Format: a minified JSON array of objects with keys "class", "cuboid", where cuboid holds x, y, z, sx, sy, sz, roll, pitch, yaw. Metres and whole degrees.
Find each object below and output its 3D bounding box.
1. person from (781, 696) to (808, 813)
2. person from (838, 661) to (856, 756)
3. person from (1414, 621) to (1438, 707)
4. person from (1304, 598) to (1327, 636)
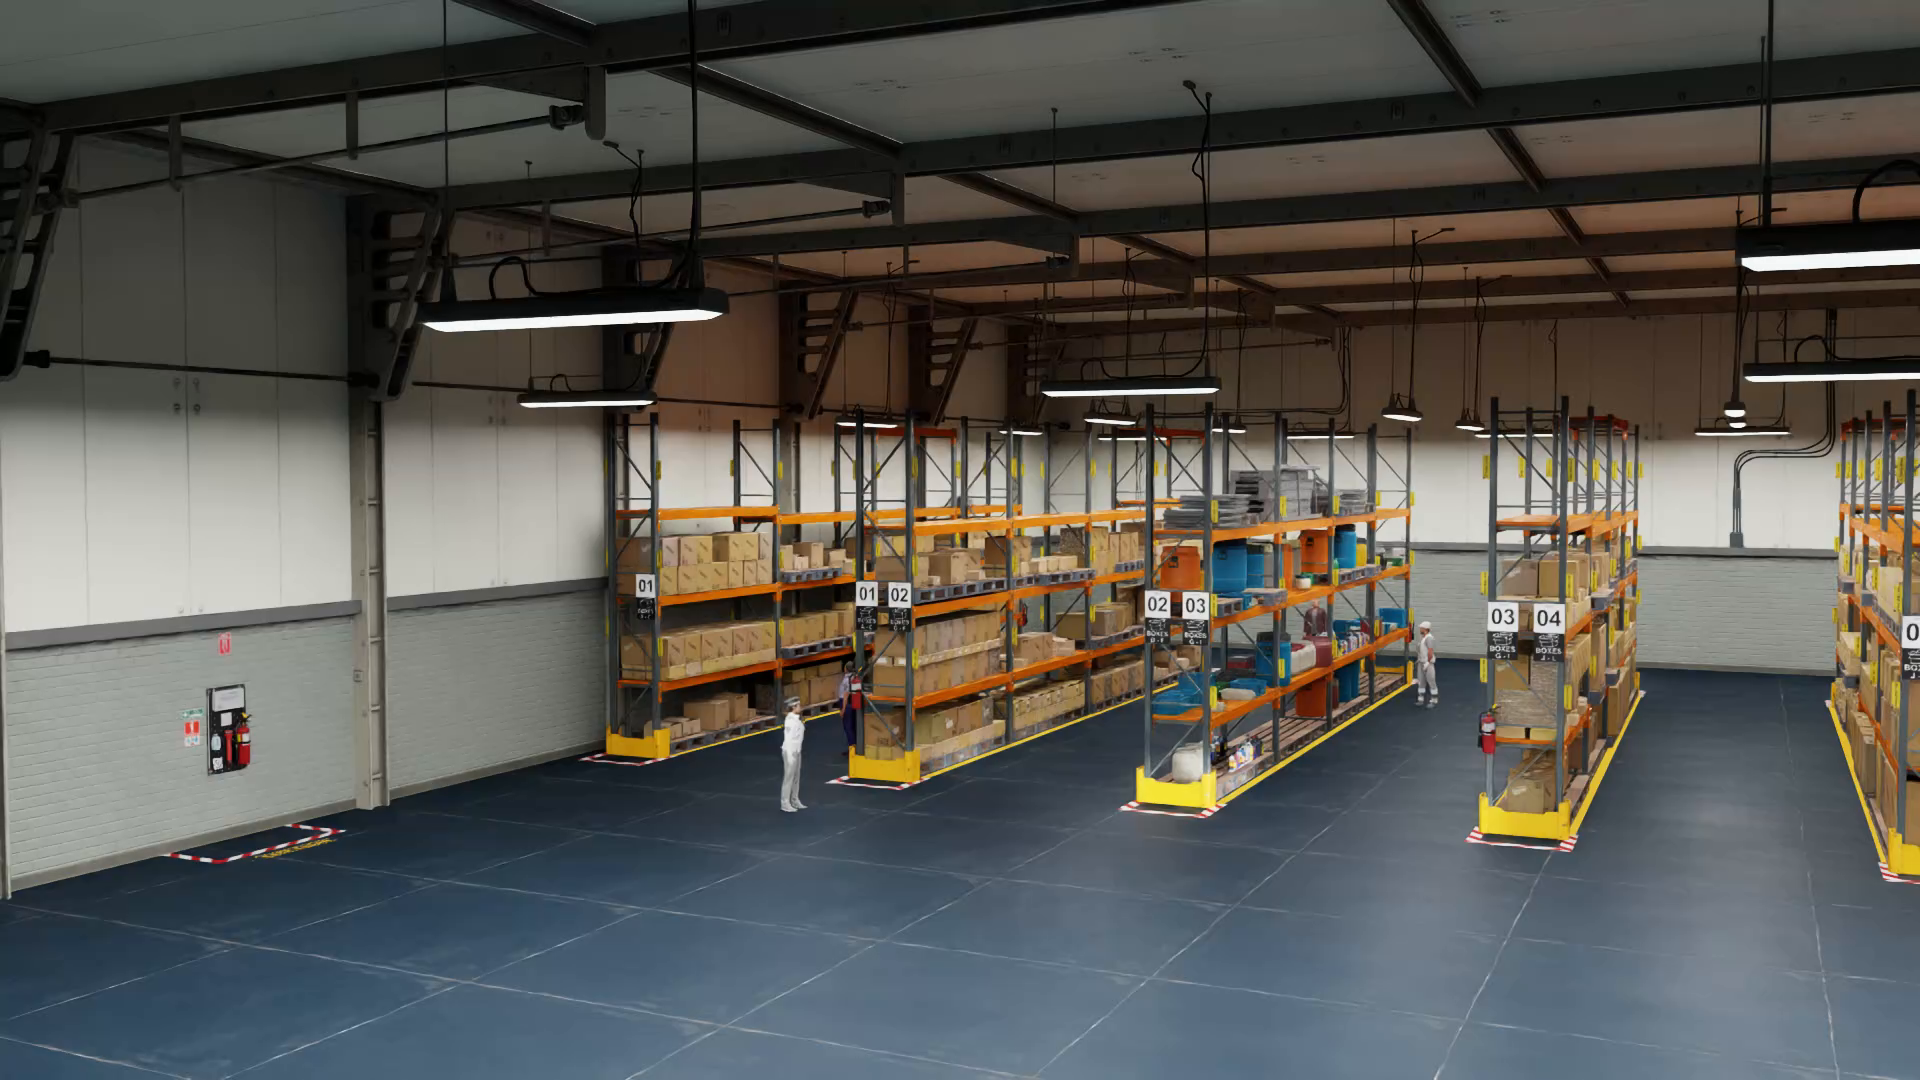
[{"class":"person","cuboid":[-2.441,3.146,24.428,0.378,1.728,0.530,0,2,2]},{"class":"person","cuboid":[-1.950,2.966,29.198,0.371,1.638,0.580,1,3,23]},{"class":"person","cuboid":[9.872,2.634,35.280,0.441,1.816,0.572,-1,2,-16]},{"class":"person","cuboid":[9.005,2.348,42.002,0.648,1.782,0.507,1,3,22]}]
